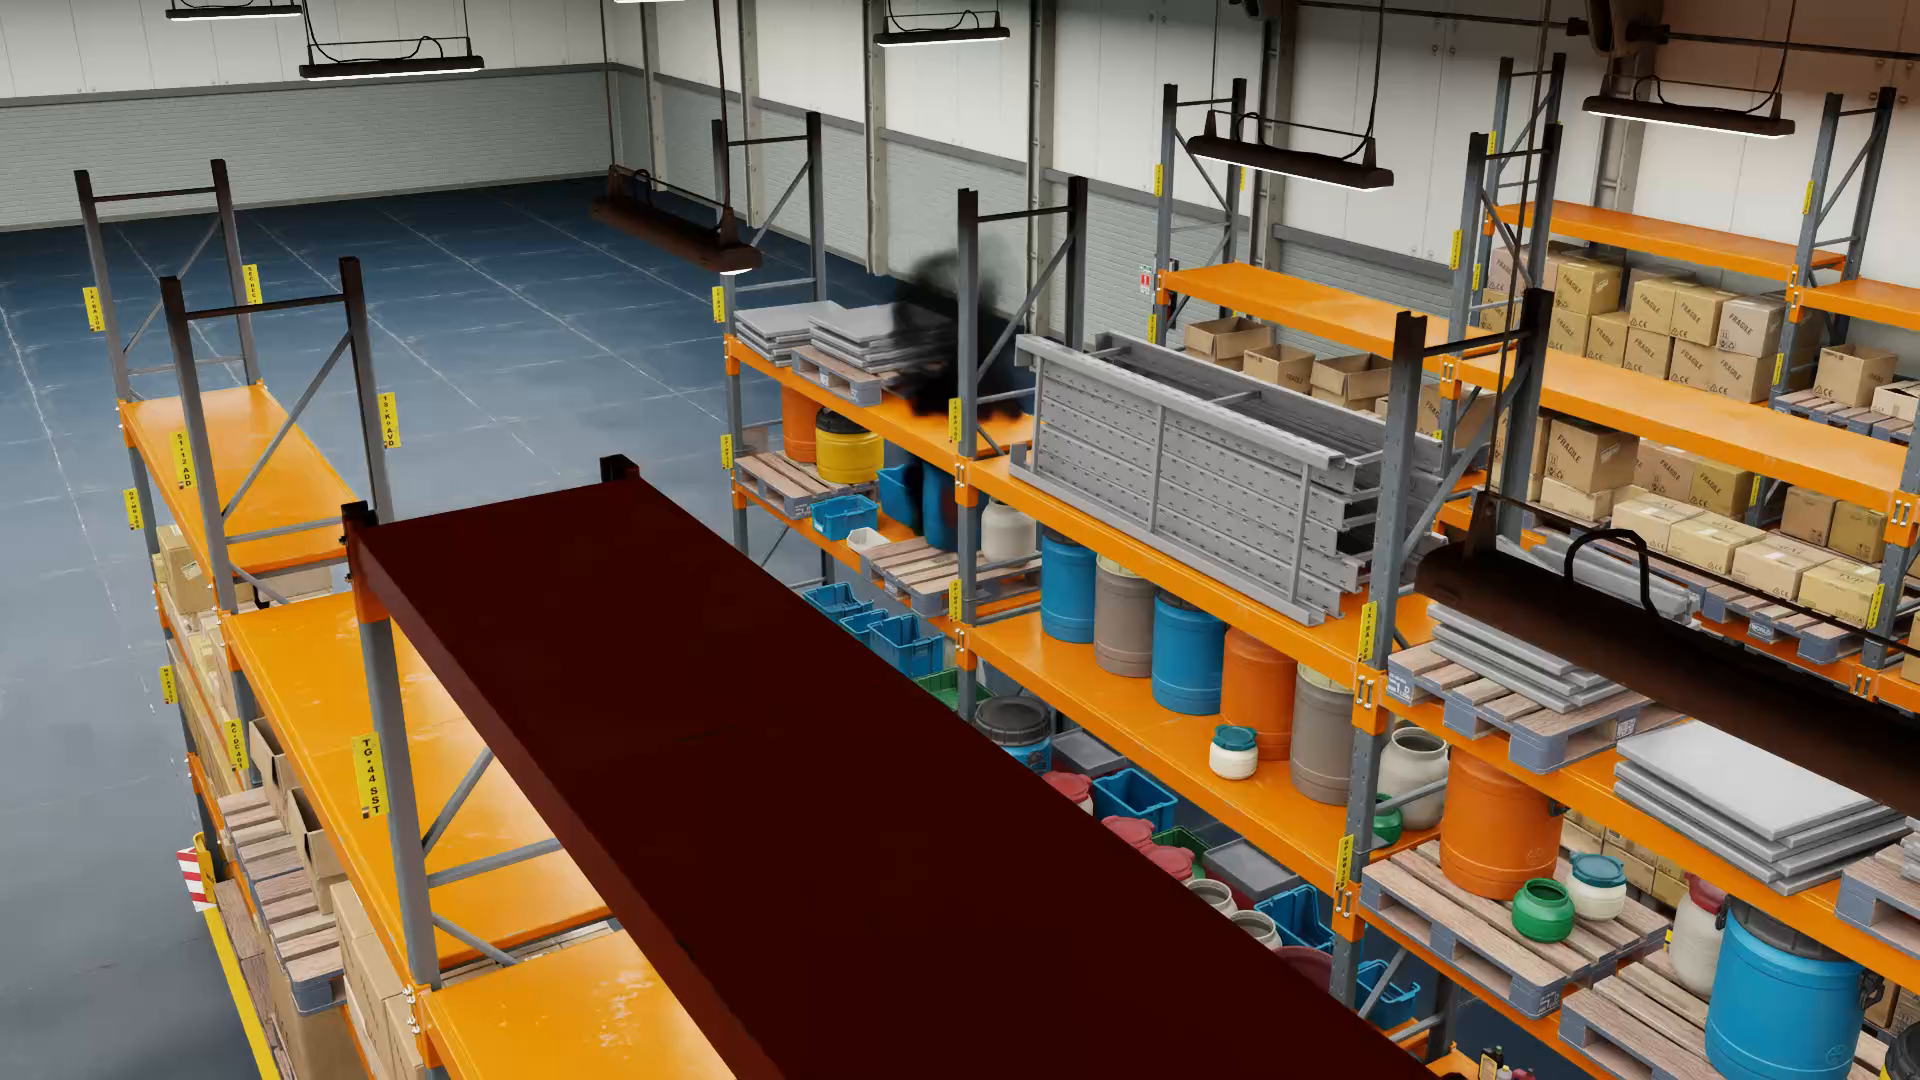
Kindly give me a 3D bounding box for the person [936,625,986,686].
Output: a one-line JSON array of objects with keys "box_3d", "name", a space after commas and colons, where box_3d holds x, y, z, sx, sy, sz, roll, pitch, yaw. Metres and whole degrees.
[{"box_3d": [-0.037, 0.745, 16.601, 0.585, 1.784, 0.708, -19, 29, -39], "name": "person"}]
